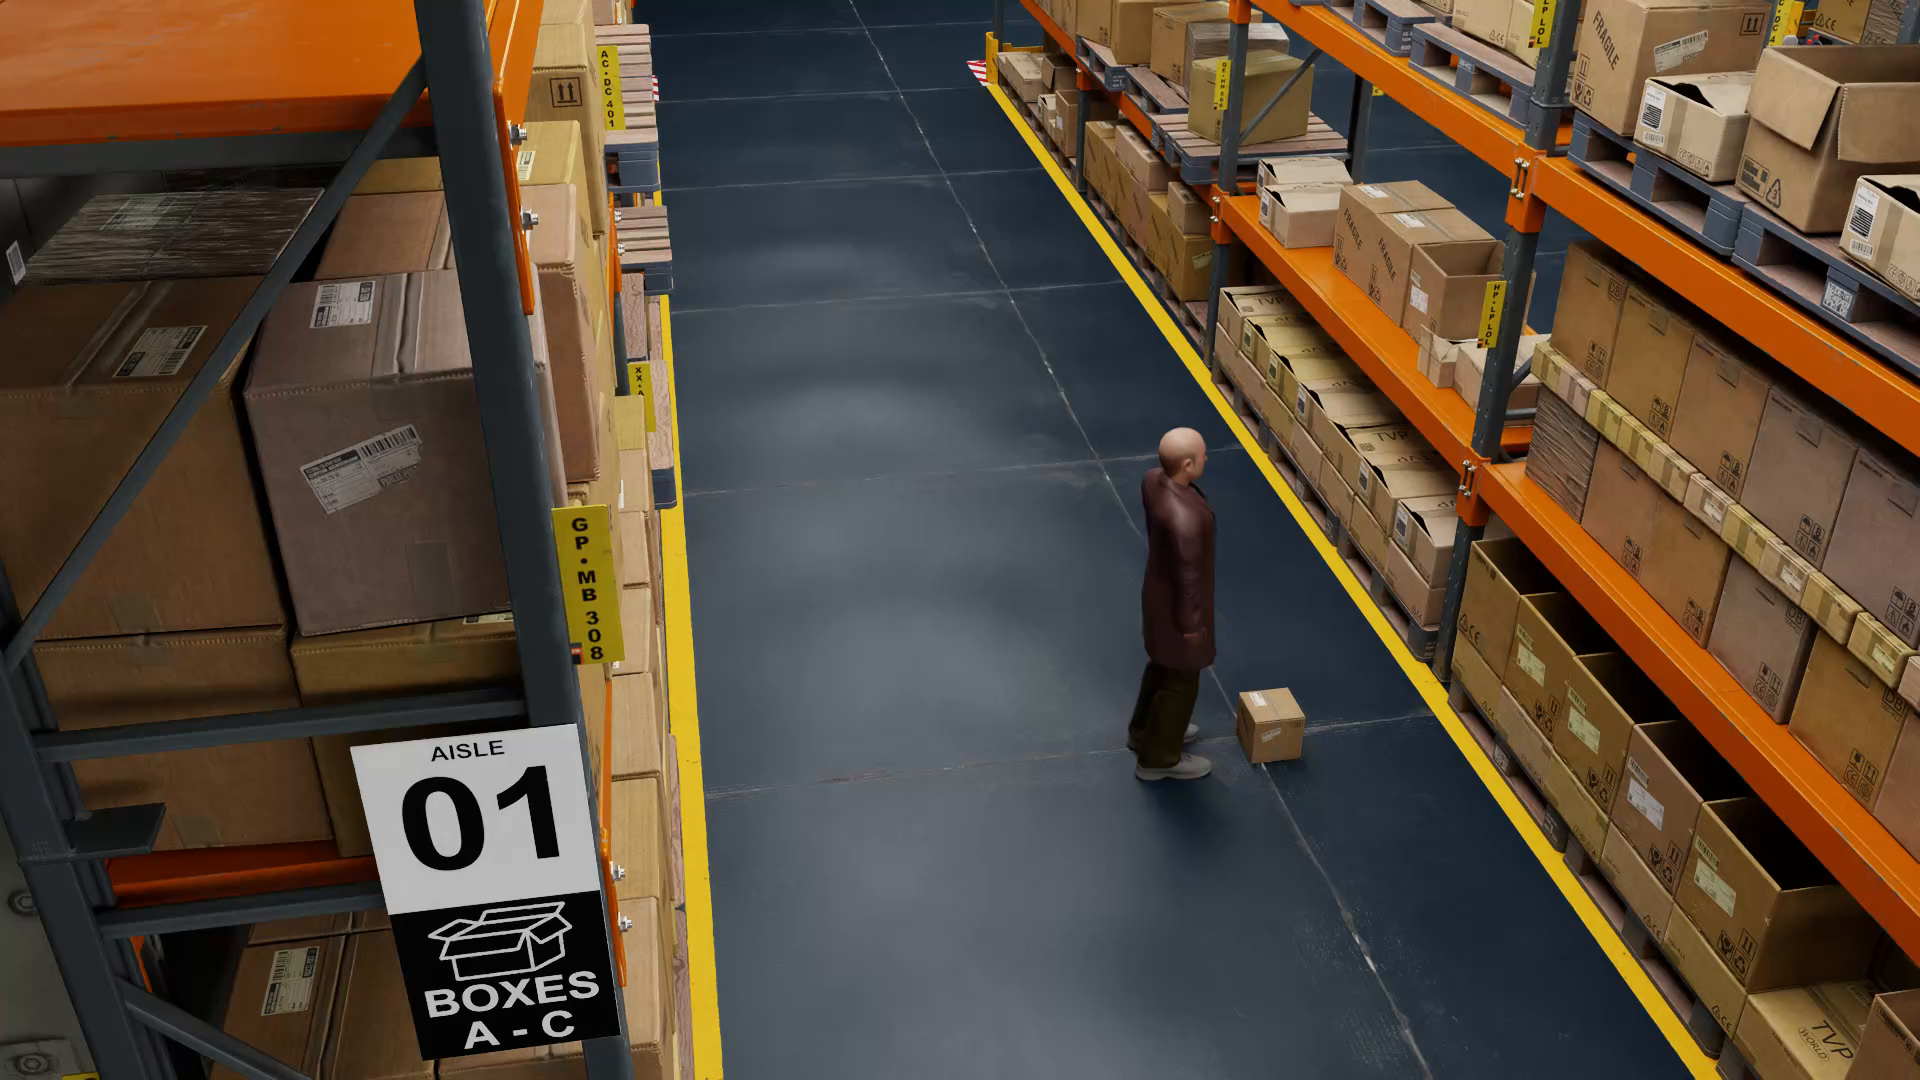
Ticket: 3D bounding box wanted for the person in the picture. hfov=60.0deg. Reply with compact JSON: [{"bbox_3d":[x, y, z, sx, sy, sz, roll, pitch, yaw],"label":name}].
[{"bbox_3d":[1.011,0.284,7.672,0.395,1.776,0.562,-5,31,-8],"label":"person"}]
